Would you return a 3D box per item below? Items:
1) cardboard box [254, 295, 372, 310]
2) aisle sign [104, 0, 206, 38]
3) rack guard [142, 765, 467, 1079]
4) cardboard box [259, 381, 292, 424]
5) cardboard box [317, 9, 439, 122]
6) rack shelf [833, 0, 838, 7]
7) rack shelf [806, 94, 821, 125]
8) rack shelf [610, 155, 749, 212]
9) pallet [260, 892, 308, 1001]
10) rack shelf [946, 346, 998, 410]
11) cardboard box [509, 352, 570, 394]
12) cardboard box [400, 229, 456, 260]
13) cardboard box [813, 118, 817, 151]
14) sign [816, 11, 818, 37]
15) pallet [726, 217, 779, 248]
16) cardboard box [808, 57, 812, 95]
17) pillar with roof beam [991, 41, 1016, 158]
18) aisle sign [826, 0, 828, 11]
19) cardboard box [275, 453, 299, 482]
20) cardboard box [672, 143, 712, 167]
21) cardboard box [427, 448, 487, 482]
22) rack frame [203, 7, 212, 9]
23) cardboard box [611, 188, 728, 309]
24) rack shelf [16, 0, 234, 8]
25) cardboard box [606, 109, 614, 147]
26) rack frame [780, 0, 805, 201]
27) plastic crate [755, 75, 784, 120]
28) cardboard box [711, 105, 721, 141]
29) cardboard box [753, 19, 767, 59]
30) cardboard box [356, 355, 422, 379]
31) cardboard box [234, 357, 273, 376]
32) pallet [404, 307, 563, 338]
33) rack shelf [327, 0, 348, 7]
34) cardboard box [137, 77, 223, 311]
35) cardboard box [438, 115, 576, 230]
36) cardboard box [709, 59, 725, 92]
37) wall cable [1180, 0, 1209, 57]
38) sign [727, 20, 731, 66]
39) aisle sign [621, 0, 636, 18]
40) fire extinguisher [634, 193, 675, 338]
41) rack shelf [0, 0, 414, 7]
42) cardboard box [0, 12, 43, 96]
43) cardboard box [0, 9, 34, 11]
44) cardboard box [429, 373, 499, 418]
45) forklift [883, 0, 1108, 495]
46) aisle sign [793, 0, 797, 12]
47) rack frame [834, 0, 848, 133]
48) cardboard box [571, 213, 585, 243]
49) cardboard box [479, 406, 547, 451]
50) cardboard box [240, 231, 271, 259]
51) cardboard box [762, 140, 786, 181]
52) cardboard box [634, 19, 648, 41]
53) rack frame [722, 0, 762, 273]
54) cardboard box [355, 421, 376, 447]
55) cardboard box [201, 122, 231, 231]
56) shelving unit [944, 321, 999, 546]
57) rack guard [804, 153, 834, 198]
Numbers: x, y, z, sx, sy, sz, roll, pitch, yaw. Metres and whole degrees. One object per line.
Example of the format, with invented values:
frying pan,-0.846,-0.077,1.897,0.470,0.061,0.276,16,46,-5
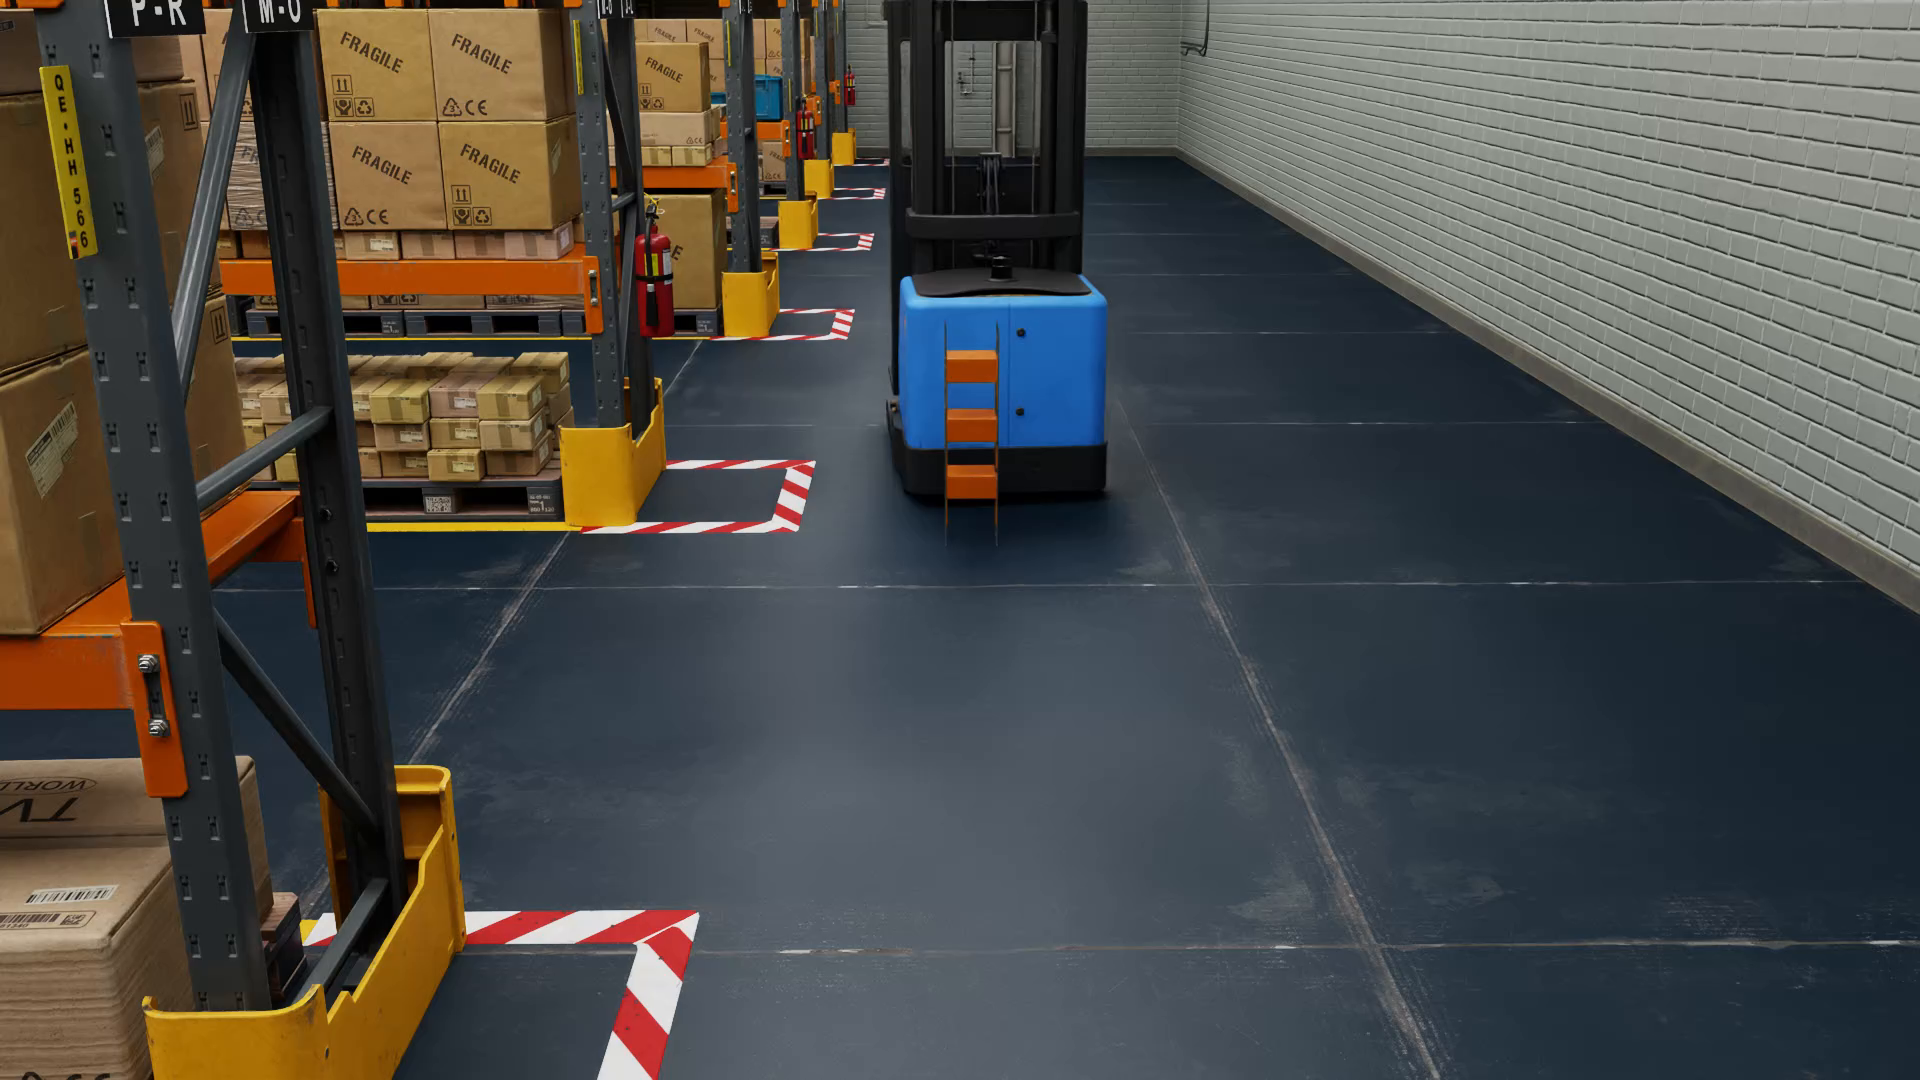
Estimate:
cardboard box,-5.046,-2.336,13.210,0.875,0.875,0.875,0,18,-1
aisle sign,-1.475,-1.305,2.950,0.004,0.787,0.394,0,18,-1
rack guard,-1.528,1.028,4.023,0.348,0.500,1.175,0,18,-1
cardboard box,-3.293,-0.695,8.309,0.250,0.149,0.380,0,18,1
cardboard box,-2.691,-2.258,7.887,0.500,0.500,0.500,-1,18,-3
rack shelf,-3.942,-8.803,26.846,4.000,0.370,1.077,0,18,-1
rack shelf,-3.860,-5.862,22.588,4.000,0.370,1.077,0,18,-1
rack shelf,-3.708,-2.836,13.156,4.000,0.370,1.077,0,18,-1
pallet,-2.350,1.194,3.980,1.213,0.211,1.003,0,18,-1
rack shelf,0.054,-0.760,7.805,0.240,0.259,0.215,0,18,-1
cardboard box,-2.260,-0.900,8.948,0.250,0.149,0.380,-1,18,-3
cardboard box,-2.552,-1.470,8.130,0.250,0.149,0.380,0,18,-1
cardboard box,-2.641,-6.703,27.436,0.500,0.500,0.700,0,18,-1
sign,-1.872,-6.746,21.754,0.005,0.325,0.100,0,18,-1
pallet,-2.611,-3.381,18.242,1.213,0.211,1.003,0,18,-1
cardboard box,-2.309,-6.340,22.737,0.500,0.500,0.500,0,18,0
pillar with roof beam,0.811,-9.546,23.073,0.400,9.000,9.100,0,18,-1
aisle sign,-1.797,-7.542,22.391,0.004,0.787,0.394,0,18,-1
cardboard box,-3.276,-0.417,8.415,0.250,0.149,0.380,-1,18,-3
cardboard box,-2.059,-2.966,12.796,0.250,0.149,0.380,0,18,0
cardboard box,-2.509,-0.417,8.417,0.250,0.149,0.380,0,18,1
rack frame,-9.860,-6.175,22.387,0.127,3.000,1.000,0,18,-1
cardboard box,-2.347,-2.349,13.251,0.875,0.875,0.875,0,18,-1
rack shelf,-3.551,-1.238,3.262,4.000,0.370,1.077,0,18,-1
cardboard box,-2.696,-3.173,12.787,0.500,0.250,0.500,-1,18,-2
rack frame,-1.786,-4.701,17.792,0.127,3.000,1.000,0,18,-1
plastic crate,-2.118,-4.688,17.594,0.499,0.435,0.616,0,18,-1
cardboard box,-2.192,-3.339,13.303,0.500,0.250,0.500,-1,18,-2
cardboard box,-2.807,-6.649,22.063,0.500,0.500,0.500,0,18,1
cardboard box,-3.034,-0.873,8.865,0.250,0.149,0.380,-1,18,-4
cardboard box,-3.825,-0.857,8.815,0.250,0.149,0.380,0,18,-1
pallet,-3.723,-1.828,13.400,1.213,0.211,1.003,0,18,-1
rack shelf,-11.941,-8.764,26.725,4.000,0.370,1.077,0,18,-1
cardboard box,-2.036,-0.770,3.737,0.500,0.500,0.500,-1,18,-2
cardboard box,-2.176,-1.781,8.040,0.500,0.500,0.500,0,18,0
cardboard box,-3.322,-6.172,22.213,0.500,0.500,0.500,0,18,0
wall cable,3.718,-9.023,26.527,0.112,2.526,3.097,0,18,-1
sign,-1.713,-3.687,12.346,0.005,0.325,0.100,0,18,-1
aisle sign,-1.663,-3.003,8.242,0.004,0.787,0.394,0,18,-1
fire extinguisher,-1.472,-1.319,7.985,0.183,0.674,0.296,0,18,-1
rack shelf,-7.785,-5.758,17.353,4.000,0.370,1.077,0,18,-1
cardboard box,-1.907,-0.931,3.178,0.250,0.149,0.380,0,18,0
cardboard box,-4.253,-2.247,7.854,0.500,0.500,0.500,0,18,0
cardboard box,-2.508,-0.735,8.434,0.250,0.149,0.380,0,18,0
forklift,0.131,-2.031,9.580,1.130,2.935,3.031,-1,18,-4
aisle sign,-1.710,-5.850,17.117,0.004,0.787,0.394,0,18,-1
rack frame,-1.943,-7.727,27.224,0.127,3.000,1.000,0,18,-1
cardboard box,-2.060,-1.652,8.698,0.250,0.149,0.380,0,18,-1
cardboard box,-2.254,-0.567,8.398,0.250,0.149,0.380,-1,18,-2
cardboard box,-3.342,-1.486,8.181,0.250,0.149,0.380,-1,18,-3
cardboard box,-2.400,-5.155,22.580,0.500,0.500,0.500,0,18,-1
cardboard box,-4.355,-6.640,22.034,0.500,0.500,0.500,-1,18,-2
rack frame,-1.708,-3.188,13.076,0.127,3.000,1.000,0,18,-1
cardboard box,-3.044,-0.594,8.483,0.250,0.149,0.380,0,18,-2
cardboard box,-3.697,-1.776,8.022,0.500,0.500,0.500,1,18,2
shelving unit,0.053,-0.500,7.888,0.252,1.050,0.215,0,18,-1
rack guard,-1.937,-5.023,22.888,0.348,0.500,1.175,0,18,-1
